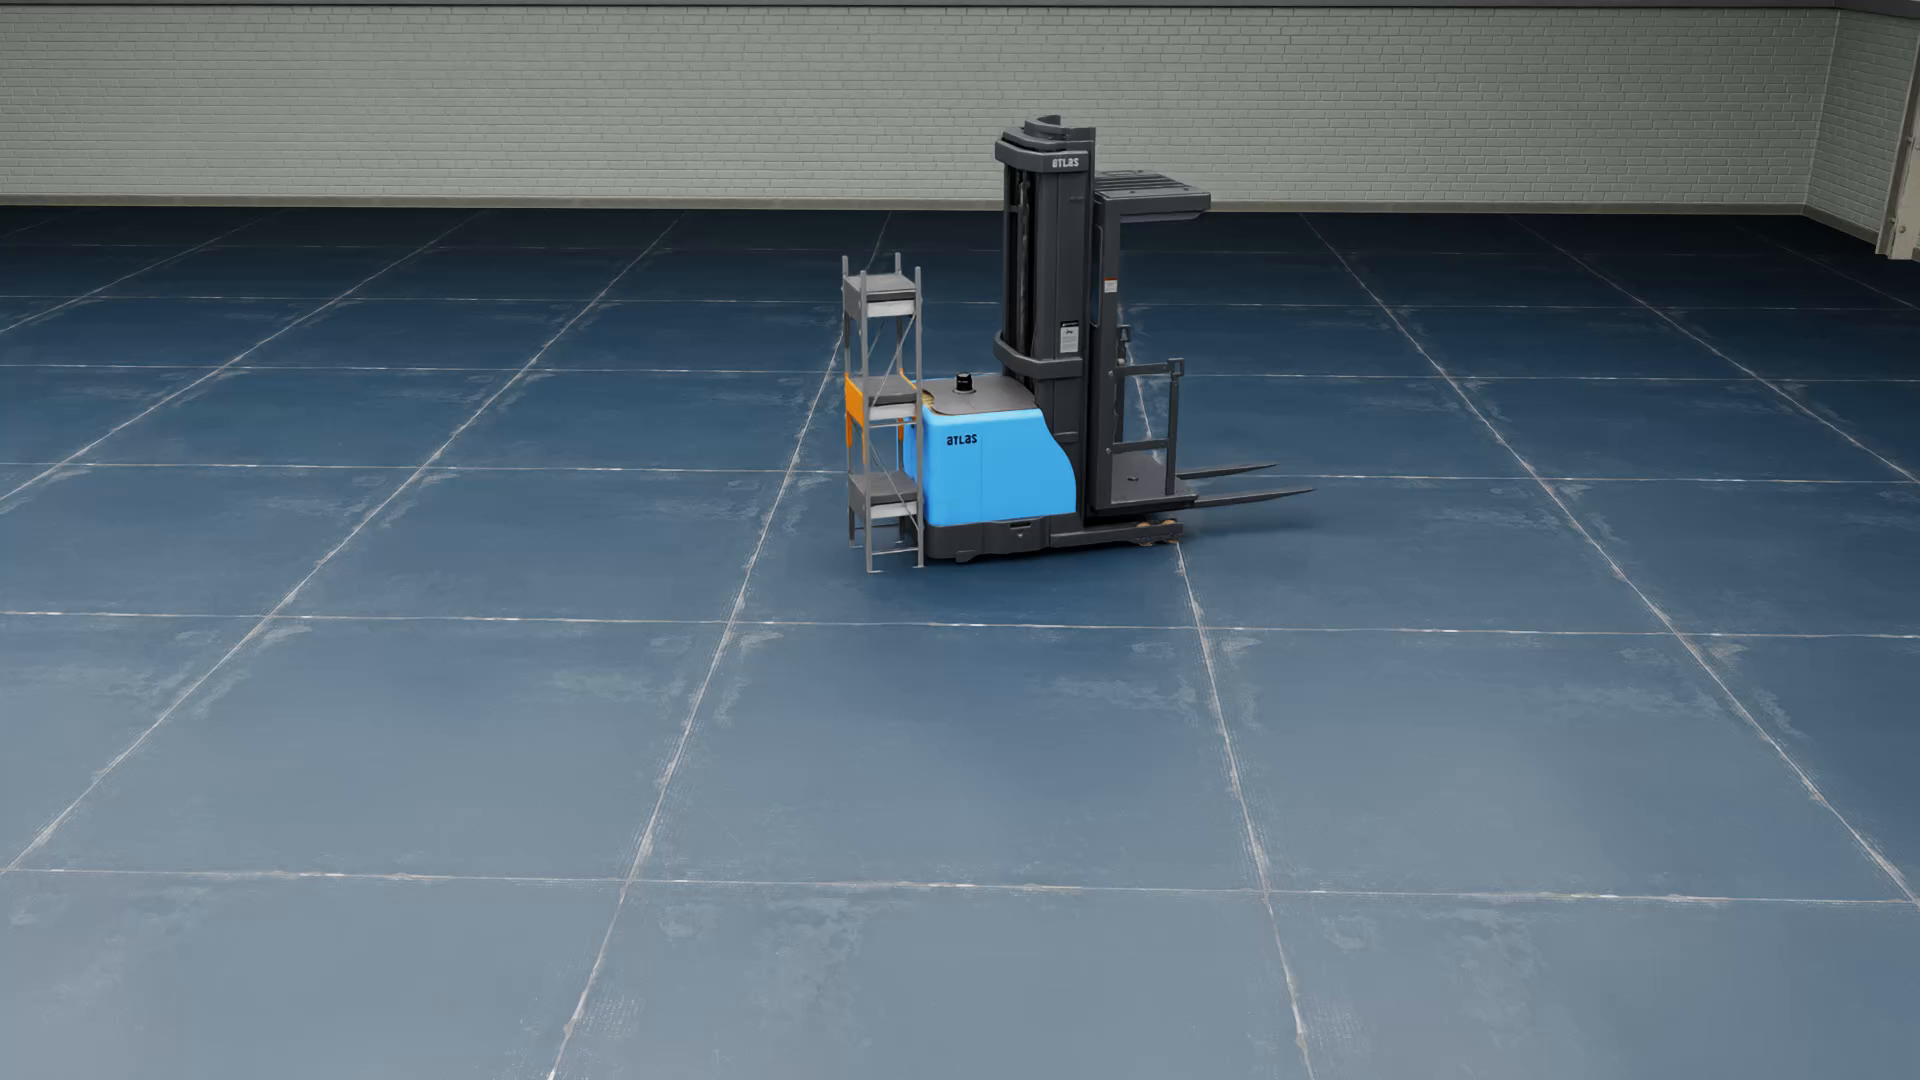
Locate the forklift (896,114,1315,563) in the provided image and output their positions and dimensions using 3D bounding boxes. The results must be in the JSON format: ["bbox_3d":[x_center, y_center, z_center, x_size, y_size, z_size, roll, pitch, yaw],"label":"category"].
[{"bbox_3d":[1.099,-1.496,11.833,3.031,2.935,1.130,-6,22,-15],"label":"forklift"}]

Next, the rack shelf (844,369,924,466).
[{"bbox_3d":[-0.521,-0.840,11.328,0.431,0.518,0.480,-6,22,-16],"label":"rack shelf"}]

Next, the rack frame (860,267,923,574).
[{"bbox_3d":[-0.448,-0.768,11.106,0.400,2.100,0.015,-6,22,-16],"label":"rack frame"}]

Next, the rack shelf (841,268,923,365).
[{"bbox_3d":[-0.521,-1.492,11.075,0.431,0.518,0.480,-6,22,-16],"label":"rack shelf"}]

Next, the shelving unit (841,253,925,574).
[{"bbox_3d":[-0.521,-0.853,11.323,0.431,2.100,0.503,-6,22,-16],"label":"shelving unit"}]

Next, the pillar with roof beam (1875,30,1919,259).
[{"bbox_3d":[7.764,-7.909,19.973,9.100,9.000,0.400,1,21,2],"label":"pillar with roof beam"}]

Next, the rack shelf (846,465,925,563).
[{"bbox_3d":[-0.521,-0.187,11.582,0.431,0.518,0.480,-6,22,-16],"label":"rack shelf"}]

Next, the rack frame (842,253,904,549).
[{"bbox_3d":[-0.594,-0.937,11.540,0.400,2.100,0.015,-6,22,-16],"label":"rack frame"}]
